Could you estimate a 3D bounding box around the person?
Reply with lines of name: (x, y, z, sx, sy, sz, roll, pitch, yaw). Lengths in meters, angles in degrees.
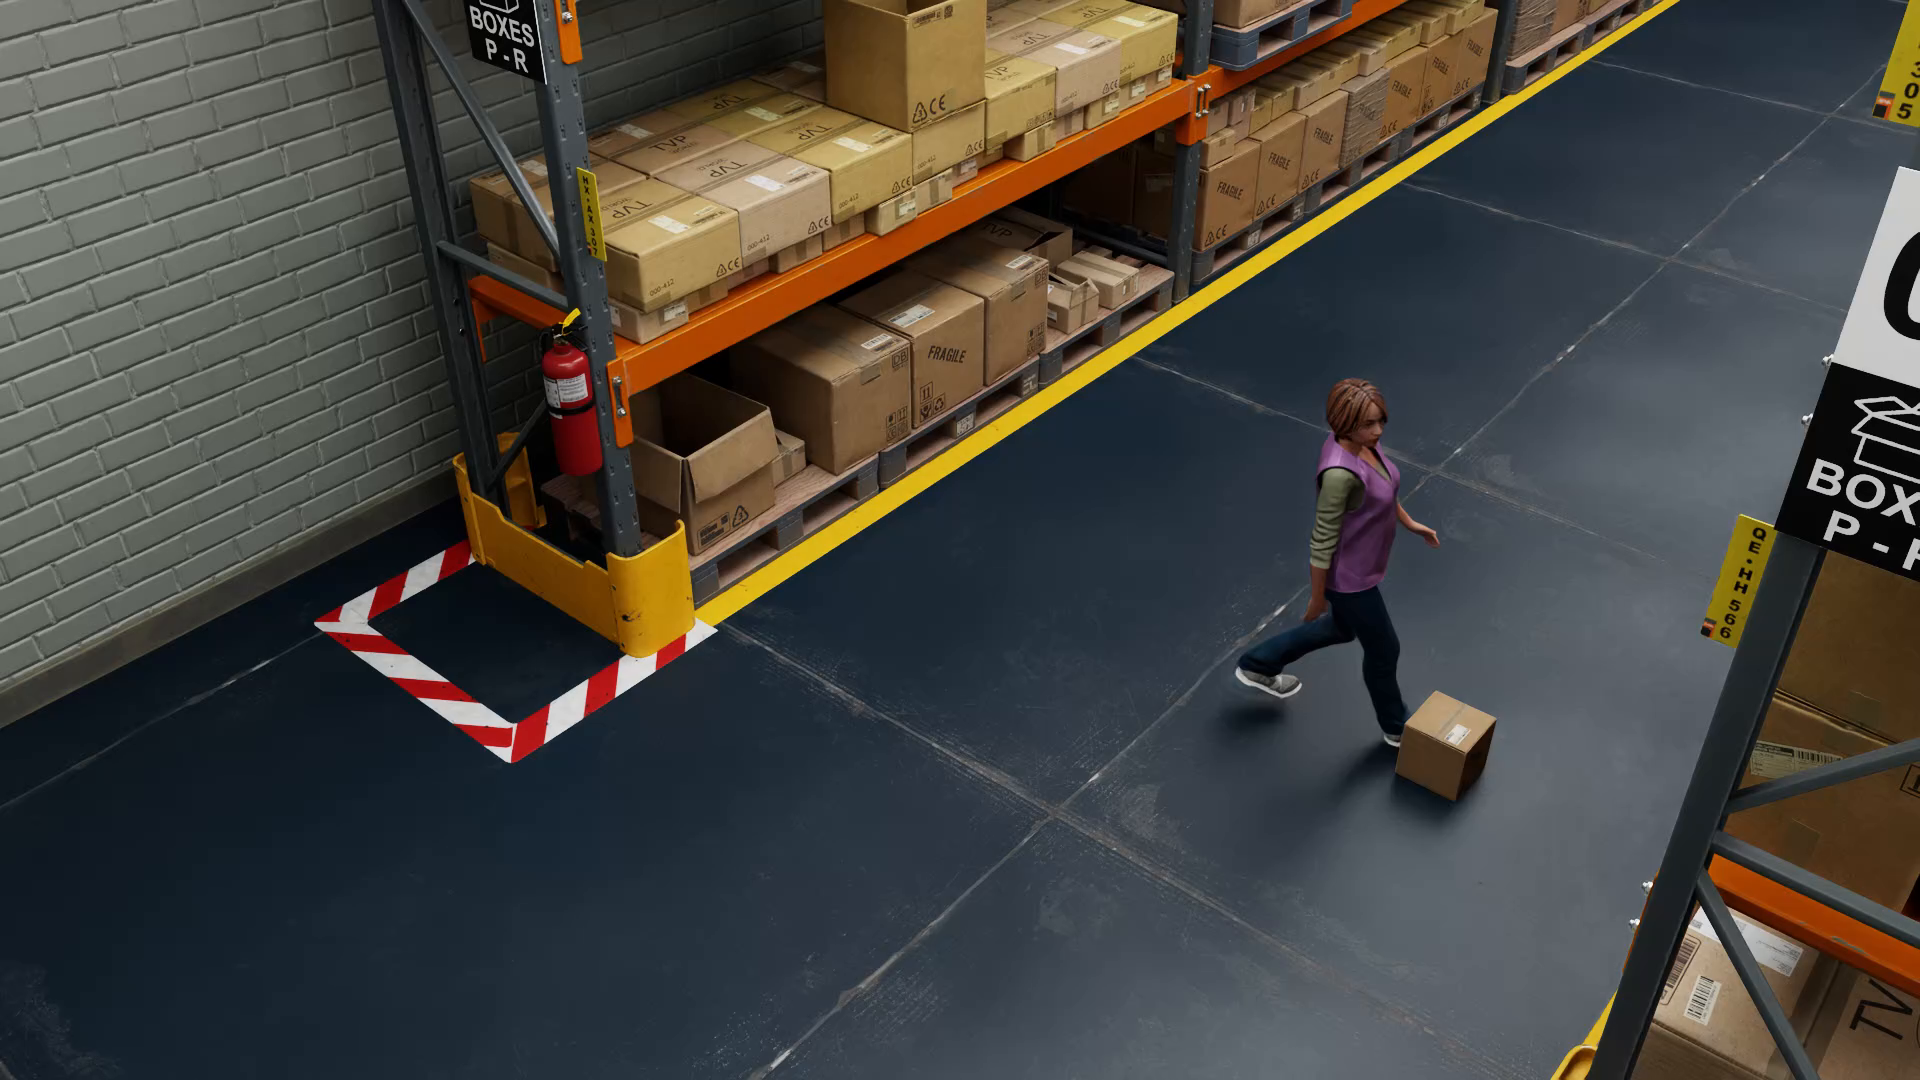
person: (1.480, 0.093, 6.034, 0.855, 1.541, 0.481, 12, 37, 16)
